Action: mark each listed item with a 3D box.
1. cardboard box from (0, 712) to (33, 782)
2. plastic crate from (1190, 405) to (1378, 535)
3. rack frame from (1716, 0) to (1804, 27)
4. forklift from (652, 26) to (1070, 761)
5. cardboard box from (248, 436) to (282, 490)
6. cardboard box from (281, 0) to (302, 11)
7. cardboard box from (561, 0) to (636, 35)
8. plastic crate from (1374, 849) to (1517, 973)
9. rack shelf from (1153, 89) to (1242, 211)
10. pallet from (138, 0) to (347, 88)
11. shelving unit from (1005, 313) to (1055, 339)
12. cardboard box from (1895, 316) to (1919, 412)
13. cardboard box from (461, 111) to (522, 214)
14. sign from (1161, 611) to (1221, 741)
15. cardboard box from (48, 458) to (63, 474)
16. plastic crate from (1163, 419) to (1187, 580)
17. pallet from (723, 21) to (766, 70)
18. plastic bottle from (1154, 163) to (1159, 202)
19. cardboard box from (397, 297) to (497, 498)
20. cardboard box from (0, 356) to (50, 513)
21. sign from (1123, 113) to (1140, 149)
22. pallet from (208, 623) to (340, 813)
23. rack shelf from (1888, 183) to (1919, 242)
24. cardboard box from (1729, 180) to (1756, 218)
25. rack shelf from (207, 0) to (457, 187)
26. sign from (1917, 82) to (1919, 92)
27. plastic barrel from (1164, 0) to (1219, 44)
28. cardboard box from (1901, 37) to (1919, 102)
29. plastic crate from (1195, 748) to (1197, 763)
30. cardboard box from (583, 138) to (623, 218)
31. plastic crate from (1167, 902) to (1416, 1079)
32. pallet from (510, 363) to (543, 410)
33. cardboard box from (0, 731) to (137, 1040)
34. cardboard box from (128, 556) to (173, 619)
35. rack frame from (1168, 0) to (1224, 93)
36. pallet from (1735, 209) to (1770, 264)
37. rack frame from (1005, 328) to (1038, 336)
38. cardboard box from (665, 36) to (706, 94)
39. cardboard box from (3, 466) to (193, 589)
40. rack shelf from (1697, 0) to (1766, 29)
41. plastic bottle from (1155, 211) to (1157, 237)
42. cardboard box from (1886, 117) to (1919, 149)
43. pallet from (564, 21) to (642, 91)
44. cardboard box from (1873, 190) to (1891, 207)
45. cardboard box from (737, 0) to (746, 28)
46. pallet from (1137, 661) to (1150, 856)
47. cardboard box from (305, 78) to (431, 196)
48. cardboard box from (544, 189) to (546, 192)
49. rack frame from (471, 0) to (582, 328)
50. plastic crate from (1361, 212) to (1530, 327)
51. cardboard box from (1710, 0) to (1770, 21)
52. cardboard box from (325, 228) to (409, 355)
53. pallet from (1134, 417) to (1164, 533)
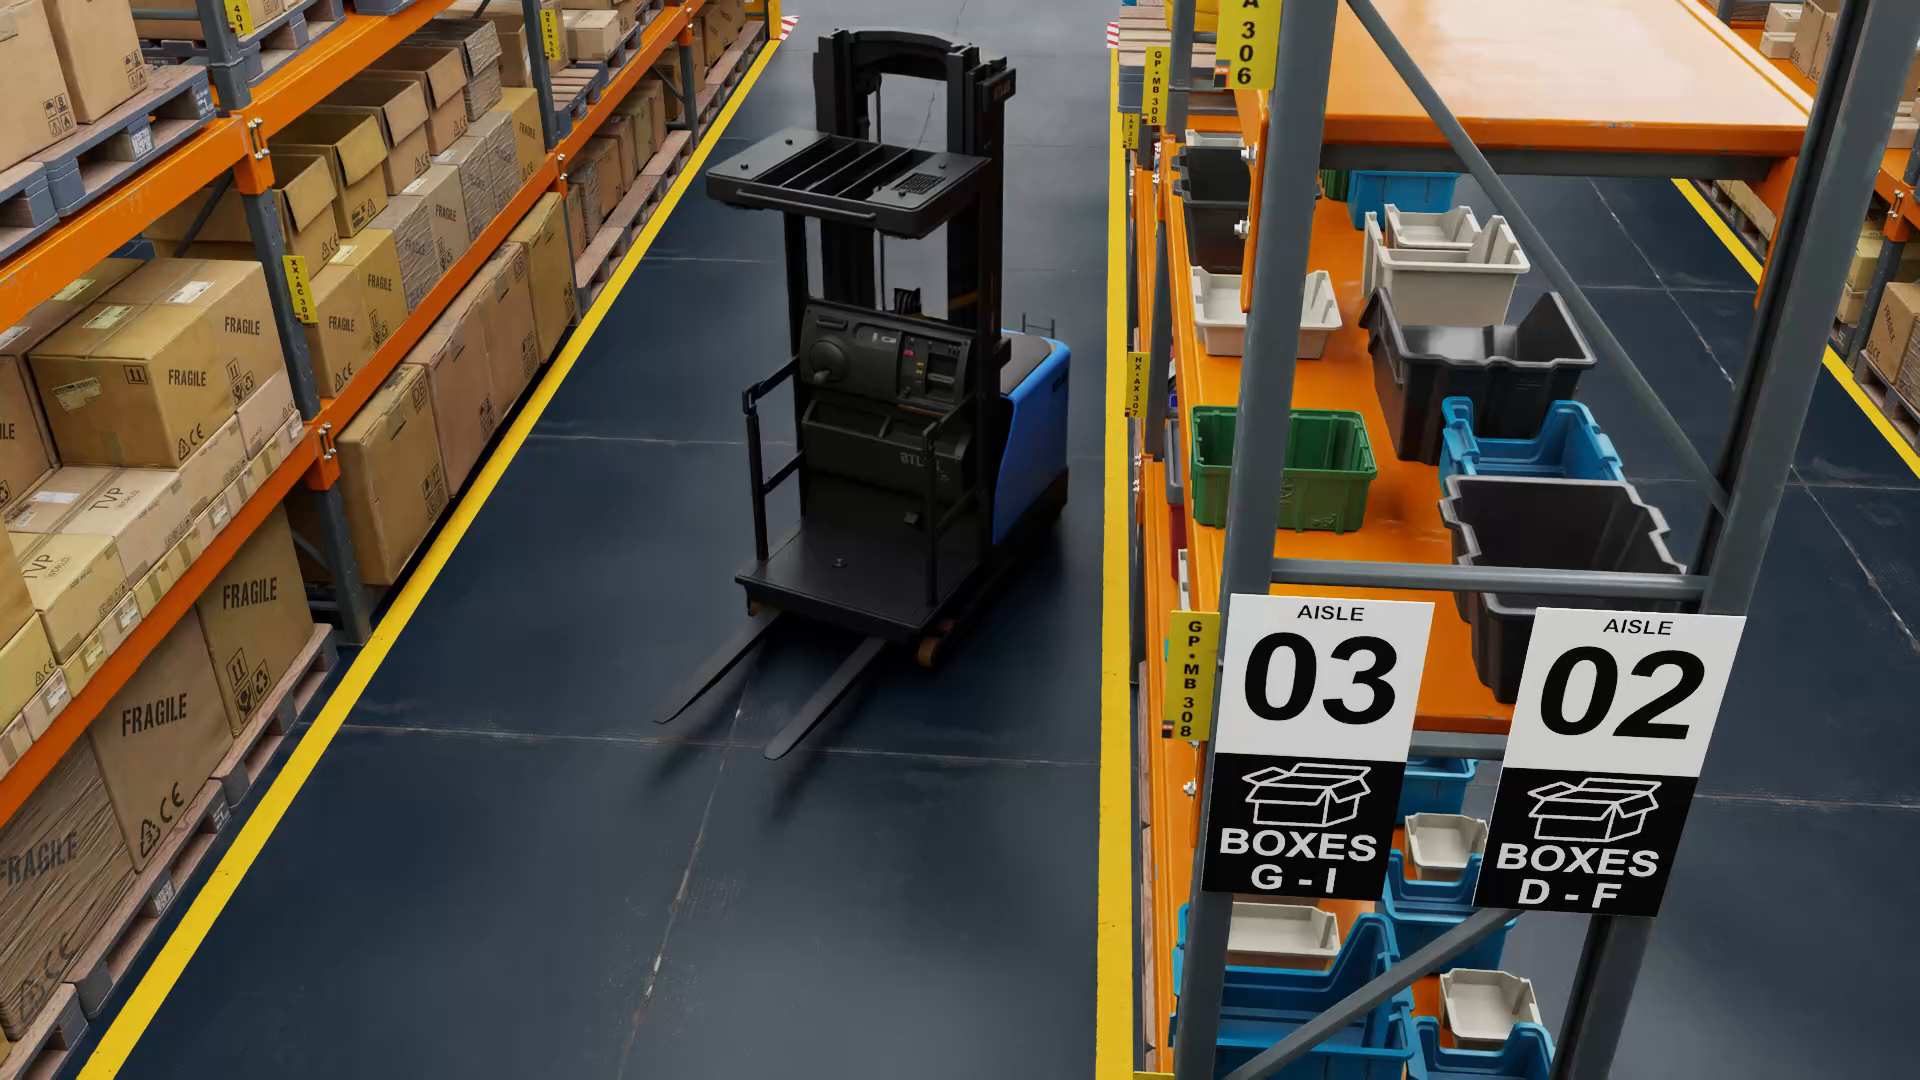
[{"bbox_3d":[-3.470,0.718,5.745,0.380,0.149,0.250,2,32,3],"label":"cardboard box"},{"bbox_3d":[0.823,-0.183,4.311,0.450,0.188,0.336,2,32,4],"label":"plastic crate"},{"bbox_3d":[6.941,-4.529,14.021,1.000,3.000,0.127,2,32,4],"label":"rack frame"},{"bbox_3d":[-0.471,-0.856,8.125,1.130,2.935,3.031,14,34,22],"label":"forklift"},{"bbox_3d":[-3.303,-0.356,7.488,0.380,0.149,0.250,3,32,5],"label":"cardboard box"},{"bbox_3d":[-3.405,-2.759,7.973,0.500,0.311,0.500,1,32,2],"label":"cardboard box"},{"bbox_3d":[-2.981,-4.267,13.096,0.797,0.503,0.637,6,32,9],"label":"cardboard box"},{"bbox_3d":[1.429,1.118,4.959,0.416,0.233,0.300,2,32,4],"label":"plastic crate"},{"bbox_3d":[1.516,-2.576,8.678,1.077,0.370,4.000,2,32,4],"label":"rack shelf"},{"bbox_3d":[-3.558,-2.448,7.967,0.805,0.209,1.217,1,32,2],"label":"pallet"},{"bbox_3d":[0.401,-0.793,9.817,0.215,1.050,0.252,14,34,22],"label":"shelving unit"},{"bbox_3d":[6.256,-1.061,10.356,0.500,0.500,0.500,1,32,2],"label":"cardboard box"},{"bbox_3d":[-3.098,-2.376,10.432,0.500,0.500,0.500,2,32,4],"label":"cardboard box"},{"bbox_3d":[0.478,0.285,3.450,0.100,0.325,0.005,2,32,4],"label":"sign"},{"bbox_3d":[-3.928,-0.340,7.082,0.500,0.250,0.500,2,32,4],"label":"cardboard box"},{"bbox_3d":[1.030,-0.156,6.806,0.402,0.464,0.583,2,32,4],"label":"plastic crate"},{"bbox_3d":[-2.714,-5.396,18.085,1.003,0.211,1.213,2,32,4],"label":"pallet"},{"bbox_3d":[1.249,-2.219,10.383,0.061,0.283,0.133,2,32,4],"label":"plastic bottle"},{"bbox_3d":[-3.480,-0.848,9.672,1.225,0.875,0.875,1,32,2],"label":"cardboard box"},{"bbox_3d":[-3.963,-0.384,6.439,0.500,0.500,0.500,1,32,2],"label":"cardboard box"},{"bbox_3d":[1.130,-2.740,10.963,0.100,0.325,0.005,2,32,4],"label":"sign"},{"bbox_3d":[-3.724,0.810,8.014,1.003,0.211,1.213,2,32,4],"label":"pallet"},{"bbox_3d":[6.452,-1.086,9.118,1.077,0.370,4.000,2,32,4],"label":"rack shelf"},{"bbox_3d":[6.579,-2.799,13.433,0.500,0.250,0.500,2,32,2],"label":"cardboard box"},{"bbox_3d":[-3.421,-2.788,9.021,1.077,0.370,4.000,2,32,4],"label":"rack shelf"},{"bbox_3d":[6.062,-2.953,10.359,0.100,0.325,0.005,2,32,4],"label":"sign"},{"bbox_3d":[1.225,-2.581,7.421,0.600,0.588,0.600,0,32,0],"label":"plastic barrel"},{"bbox_3d":[6.736,-3.358,12.025,0.500,0.500,0.500,1,32,1],"label":"cardboard box"},{"bbox_3d":[0.955,0.731,5.679,0.298,0.136,0.250,2,32,4],"label":"plastic crate"},{"bbox_3d":[-3.152,-2.924,13.380,0.700,0.500,0.500,5,32,8],"label":"cardboard box"},{"bbox_3d":[0.868,1.308,4.457,0.616,0.435,0.499,2,32,4],"label":"plastic crate"},{"bbox_3d":[-3.397,-1.267,11.384,1.003,0.211,1.213,2,32,4],"label":"pallet"},{"bbox_3d":[-3.863,1.232,6.296,0.875,0.875,0.875,2,32,4],"label":"cardboard box"},{"bbox_3d":[-3.386,0.181,6.617,0.380,0.149,0.250,2,32,3],"label":"cardboard box"},{"bbox_3d":[1.353,-3.114,6.005,1.000,3.000,0.127,2,32,4],"label":"rack frame"},{"bbox_3d":[6.823,-2.316,13.086,1.003,0.211,1.213,2,32,4],"label":"pallet"},{"bbox_3d":[0.348,-0.736,9.724,0.200,1.050,0.008,14,34,22],"label":"rack frame"},{"bbox_3d":[-2.821,-4.576,16.079,0.500,0.500,0.500,13,34,19],"label":"cardboard box"},{"bbox_3d":[-3.439,-0.054,6.619,0.500,0.250,0.500,3,32,5],"label":"cardboard box"},{"bbox_3d":[7.104,-5.269,15.906,1.077,0.370,4.000,2,32,4],"label":"rack shelf"},{"bbox_3d":[1.208,-1.958,9.960,0.061,0.283,0.133,2,32,4],"label":"plastic bottle"},{"bbox_3d":[6.413,-2.813,11.475,0.380,0.149,0.250,2,32,4],"label":"cardboard box"},{"bbox_3d":[-3.138,-3.818,13.049,1.003,0.211,1.213,2,32,4],"label":"pallet"},{"bbox_3d":[7.029,-2.488,12.394,0.500,0.311,0.500,2,32,3],"label":"cardboard box"},{"bbox_3d":[-2.674,-5.835,18.121,0.500,0.500,0.500,8,33,13],"label":"cardboard box"},{"bbox_3d":[1.332,1.014,7.684,1.003,0.211,1.213,2,32,4],"label":"pallet"},{"bbox_3d":[-3.437,-2.259,9.286,0.797,0.503,0.637,3,32,6],"label":"cardboard box"},{"bbox_3d":[-3.233,-2.657,12.231,0.500,0.250,0.500,4,32,6],"label":"cardboard box"},{"bbox_3d":[-3.258,-2.863,11.316,1.000,3.000,0.127,2,32,4],"label":"rack frame"},{"bbox_3d":[1.515,-0.840,5.288,0.437,0.282,0.530,2,32,4],"label":"plastic crate"},{"bbox_3d":[6.971,-4.804,14.371,0.700,0.500,0.500,2,32,3],"label":"cardboard box"},{"bbox_3d":[-3.257,-1.306,8.696,0.500,0.500,0.500,3,32,4],"label":"cardboard box"},{"bbox_3d":[1.554,-0.414,10.001,1.003,0.211,1.213,2,32,4],"label":"pallet"}]
